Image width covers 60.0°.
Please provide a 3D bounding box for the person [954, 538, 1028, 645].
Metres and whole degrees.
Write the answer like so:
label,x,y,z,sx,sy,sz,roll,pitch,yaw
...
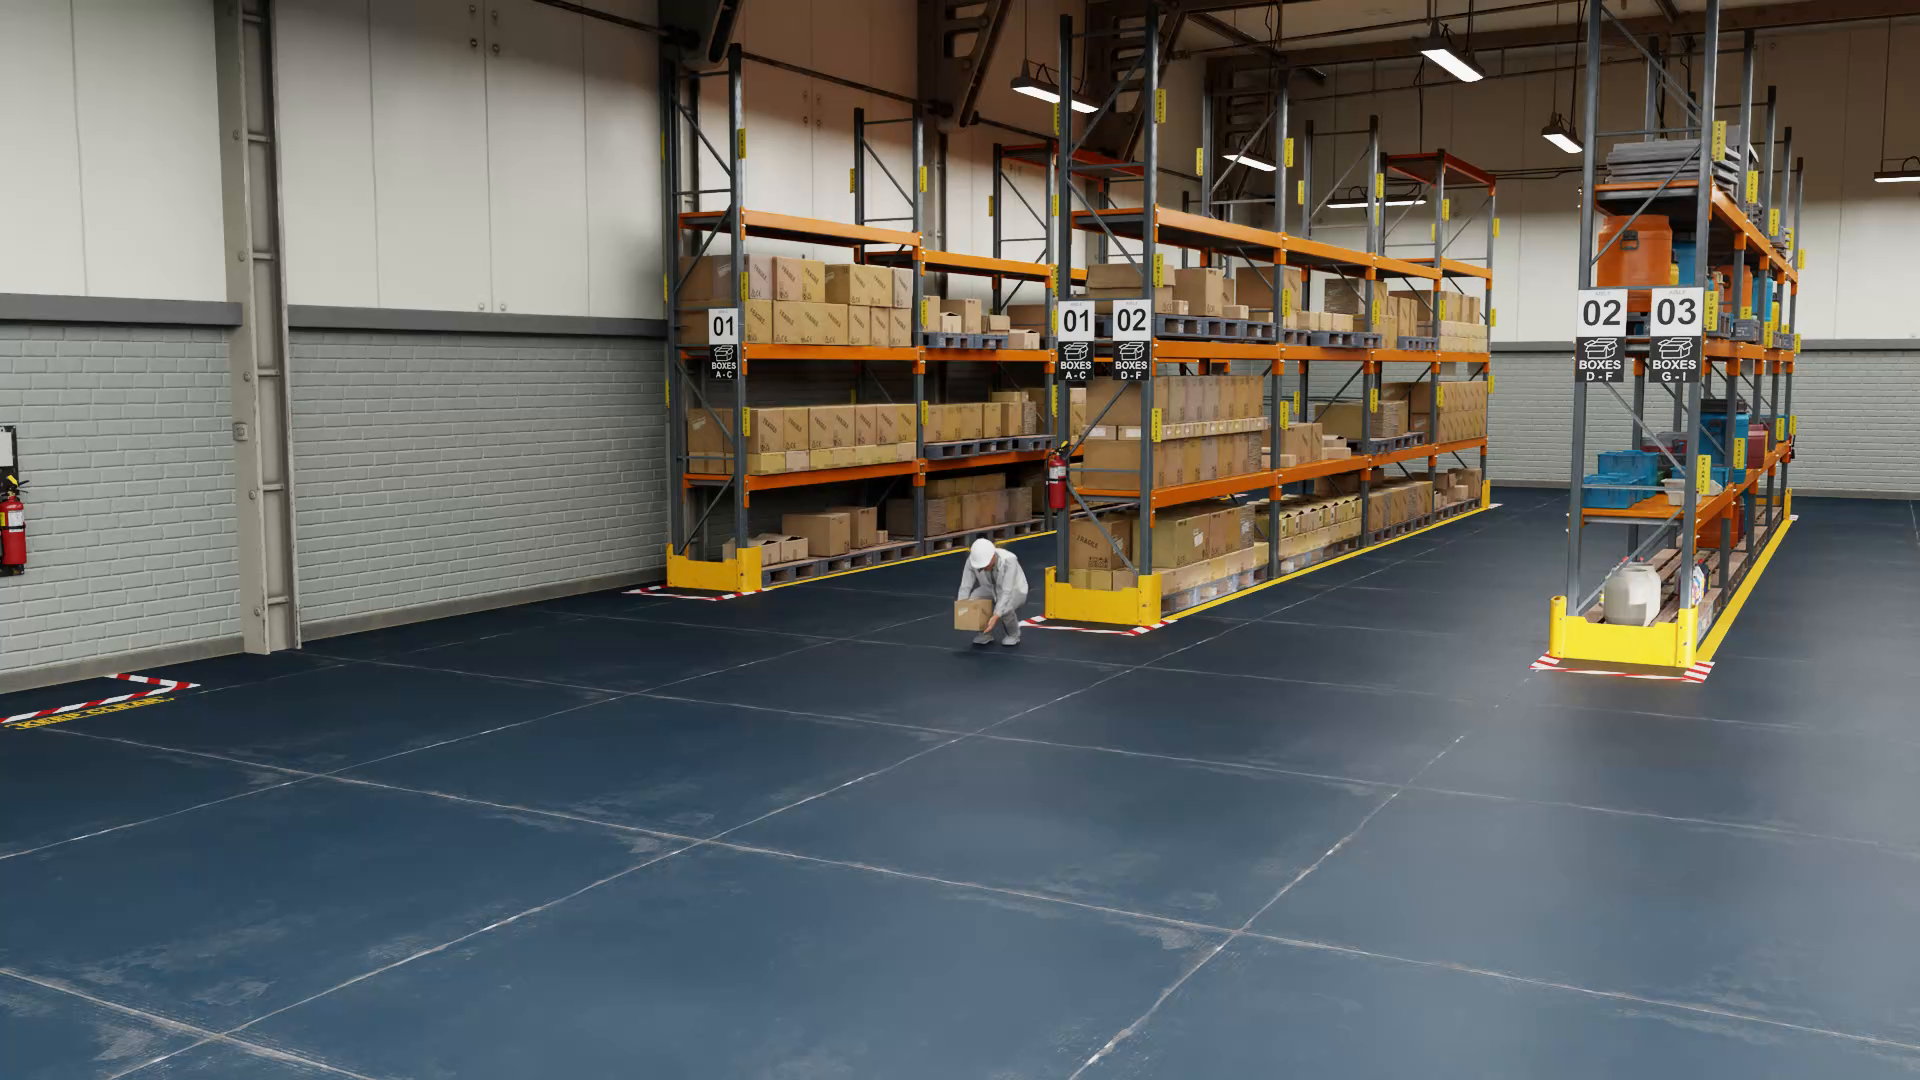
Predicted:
label,x,y,z,sx,sy,sz,roll,pitch,yaw
person,0.317,0.461,15.232,0.530,1.019,0.870,3,7,28
